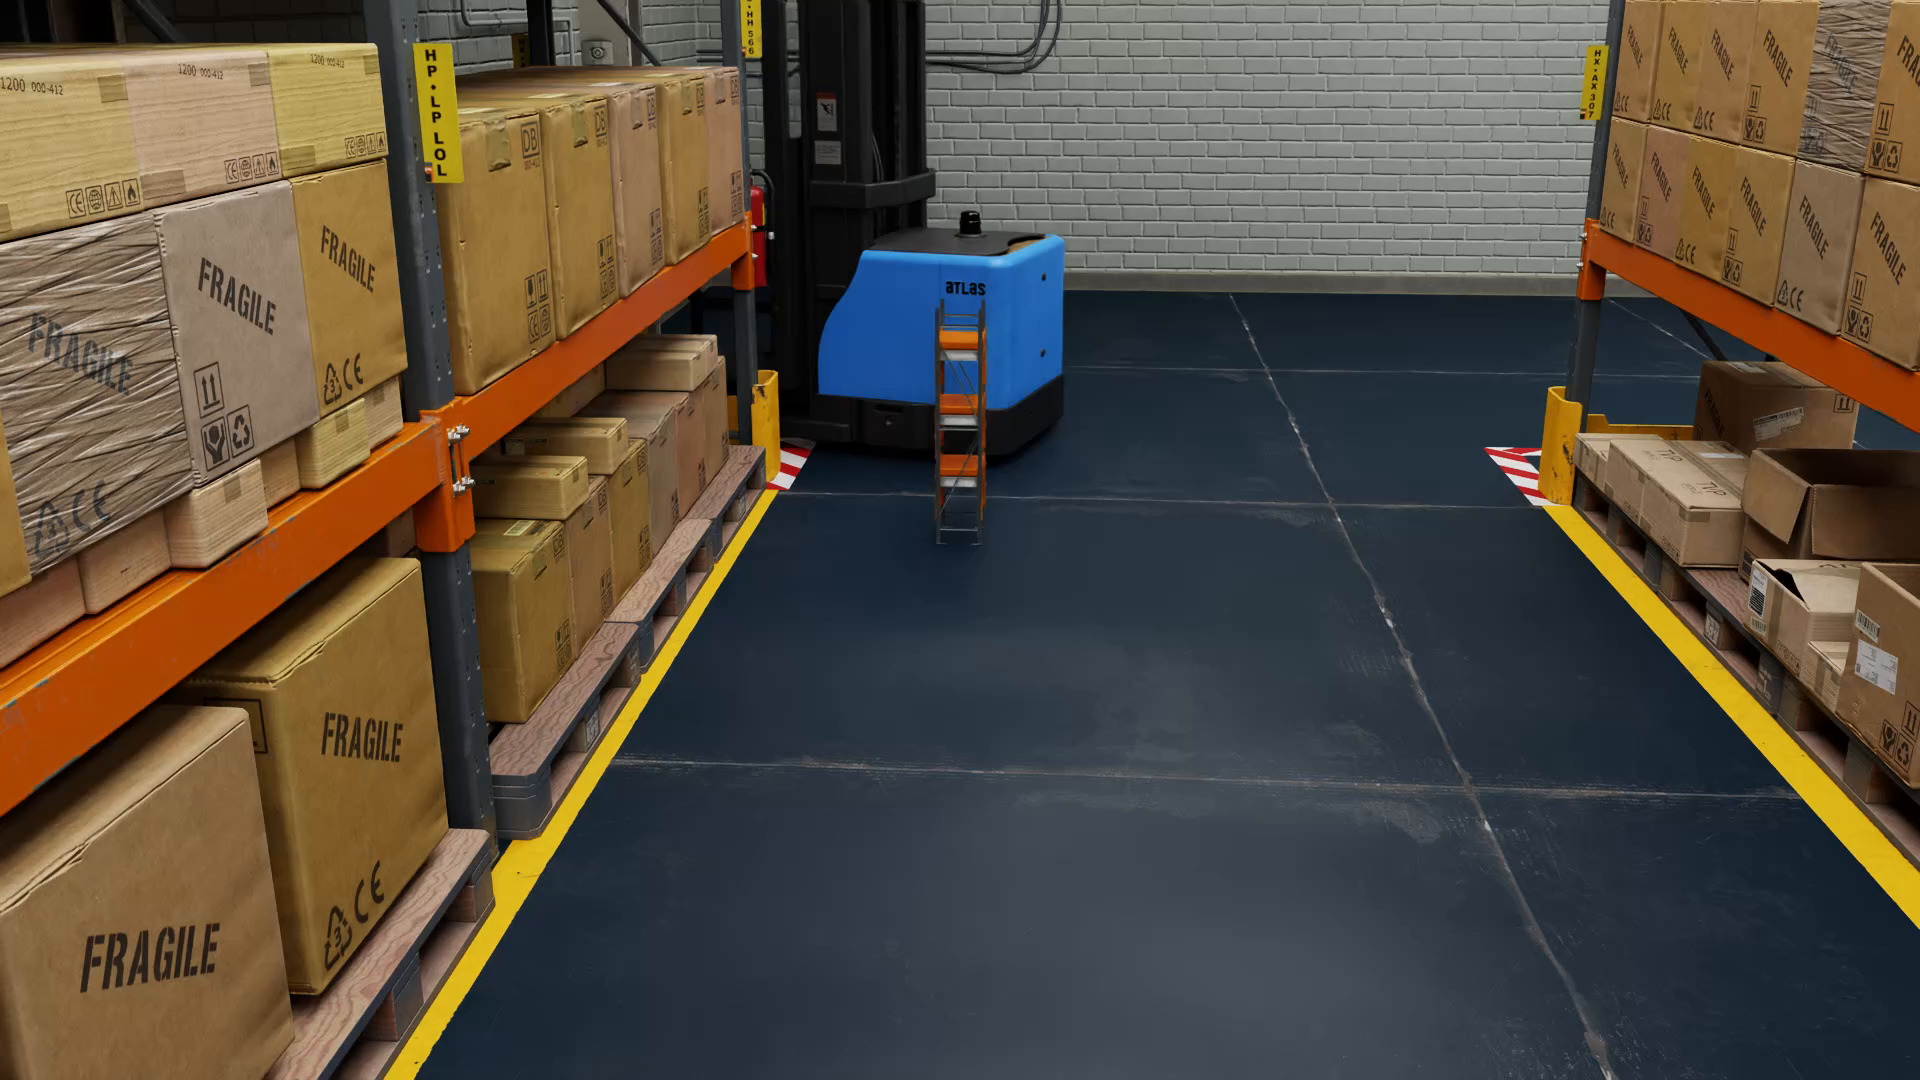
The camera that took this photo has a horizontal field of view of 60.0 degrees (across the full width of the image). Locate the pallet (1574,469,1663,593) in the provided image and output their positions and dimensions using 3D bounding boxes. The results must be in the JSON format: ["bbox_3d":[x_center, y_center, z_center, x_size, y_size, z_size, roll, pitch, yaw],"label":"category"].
[{"bbox_3d":[3.366,-0.059,7.264,1.003,0.211,1.213,1,18,4],"label":"pallet"}]

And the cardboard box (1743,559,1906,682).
[{"bbox_3d":[2.952,0.239,5.487,0.500,0.311,0.500,1,18,4],"label":"cardboard box"}]

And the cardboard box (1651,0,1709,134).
[{"bbox_3d":[3.103,-1.884,6.588,0.500,0.500,0.500,1,18,4],"label":"cardboard box"}]

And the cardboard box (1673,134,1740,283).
[{"bbox_3d":[3.062,-1.255,6.275,0.500,0.500,0.500,1,18,4],"label":"cardboard box"}]

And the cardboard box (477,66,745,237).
[{"bbox_3d":[-1.541,-1.749,7.461,0.980,0.700,0.700,2,18,6],"label":"cardboard box"}]

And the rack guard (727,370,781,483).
[{"bbox_3d":[-1.512,-0.584,8.404,1.175,0.500,0.348,1,18,4],"label":"rack guard"}]

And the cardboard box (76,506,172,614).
[{"bbox_3d":[-1.645,0.015,2.932,0.380,0.149,0.250,1,18,4],"label":"cardboard box"}]

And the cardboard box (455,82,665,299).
[{"bbox_3d":[-1.645,-1.286,6.049,0.980,0.700,0.700,0,18,1],"label":"cardboard box"}]

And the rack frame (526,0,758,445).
[{"bbox_3d":[-1.514,-1.765,7.992,1.000,3.000,0.127,1,18,4],"label":"rack frame"}]

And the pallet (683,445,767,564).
[{"bbox_3d":[-1.493,-0.190,7.663,1.003,0.211,1.213,1,18,4],"label":"pallet"}]

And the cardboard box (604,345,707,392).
[{"bbox_3d":[-1.309,-0.742,7.168,0.380,0.149,0.250,2,18,5],"label":"cardboard box"}]

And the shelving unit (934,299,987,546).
[{"bbox_3d":[0.004,-0.516,7.310,0.215,1.050,0.252,1,18,4],"label":"shelving unit"}]

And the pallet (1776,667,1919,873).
[{"bbox_3d":[3.191,0.699,4.952,1.003,0.211,1.213,1,18,4],"label":"pallet"}]

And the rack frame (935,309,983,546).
[{"bbox_3d":[-0.005,-0.478,7.195,0.200,1.050,0.008,1,18,4],"label":"rack frame"}]

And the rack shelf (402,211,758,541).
[{"bbox_3d":[-1.657,-0.802,6.208,1.077,0.370,4.000,1,18,4],"label":"rack shelf"}]

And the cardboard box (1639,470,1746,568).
[{"bbox_3d":[3.034,-0.085,6.574,0.500,0.250,0.500,1,18,4],"label":"cardboard box"}]

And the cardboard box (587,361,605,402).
[{"bbox_3d":[-1.709,-0.673,6.959,0.380,0.149,0.250,1,18,4],"label":"cardboard box"}]

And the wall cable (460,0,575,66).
[{"bbox_3d":[-2.366,-2.666,9.112,0.084,1.984,1.851,1,18,4],"label":"wall cable"}]

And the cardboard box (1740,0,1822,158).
[{"bbox_3d":[3.026,-1.571,5.633,0.500,0.500,0.500,1,18,3],"label":"cardboard box"}]

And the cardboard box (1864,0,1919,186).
[{"bbox_3d":[2.953,-1.258,4.678,0.500,0.500,0.500,1,18,3],"label":"cardboard box"}]

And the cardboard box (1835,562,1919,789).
[{"bbox_3d":[2.898,0.382,4.747,0.500,0.500,0.500,1,18,4],"label":"cardboard box"}]

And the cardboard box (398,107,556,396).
[{"bbox_3d":[-1.746,-0.833,4.667,0.980,0.700,0.700,2,18,5],"label":"cardboard box"}]

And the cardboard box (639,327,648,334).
[{"bbox_3d":[-1.655,-0.908,7.677,0.380,0.149,0.250,1,18,4],"label":"cardboard box"}]

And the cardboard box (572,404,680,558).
[{"bbox_3d":[-1.536,-0.245,6.694,0.700,0.500,0.500,1,18,2],"label":"cardboard box"}]

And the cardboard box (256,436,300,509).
[{"bbox_3d":[-1.601,-0.143,3.414,0.380,0.149,0.250,2,18,6],"label":"cardboard box"}]

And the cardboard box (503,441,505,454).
[{"bbox_3d":[-1.780,-0.356,5.990,0.380,0.149,0.250,1,18,4],"label":"cardboard box"}]

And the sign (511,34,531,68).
[{"bbox_3d":[-2.067,-2.228,7.888,0.100,0.325,0.005,1,18,4],"label":"sign"}]

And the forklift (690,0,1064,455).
[{"bbox_3d":[-0.988,-2.068,9.026,3.031,2.935,1.130,7,19,20],"label":"forklift"}]

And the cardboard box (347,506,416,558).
[{"bbox_3d":[-1.853,-0.032,5.001,0.380,0.149,0.250,1,18,4],"label":"cardboard box"}]

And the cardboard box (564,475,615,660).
[{"bbox_3d":[-1.606,0.080,5.702,0.700,0.500,0.500,1,18,3],"label":"cardboard box"}]

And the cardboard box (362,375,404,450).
[{"bbox_3d":[-1.543,-0.301,3.897,0.380,0.149,0.250,1,18,4],"label":"cardboard box"}]

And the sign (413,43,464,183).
[{"bbox_3d":[-1.259,-1.026,4.005,0.100,0.325,0.005,1,18,4],"label":"sign"}]

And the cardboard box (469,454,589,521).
[{"bbox_3d":[-1.438,-0.175,5.437,0.380,0.149,0.250,2,18,6],"label":"cardboard box"}]

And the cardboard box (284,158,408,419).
[{"bbox_3d":[-1.582,-0.572,3.681,0.500,0.500,0.500,1,18,3],"label":"cardboard box"}]

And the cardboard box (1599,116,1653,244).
[{"bbox_3d":[3.132,-1.571,7.240,0.500,0.500,0.500,2,18,5],"label":"cardboard box"}]

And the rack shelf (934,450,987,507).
[{"bbox_3d":[0.004,-0.241,7.400,0.215,0.259,0.240,1,18,4],"label":"rack shelf"}]

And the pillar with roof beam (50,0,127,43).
[{"bbox_3d":[1.681,-3.514,3.696,9.100,9.000,0.400,1,18,4],"label":"pillar with roof beam"}]

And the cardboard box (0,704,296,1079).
[{"bbox_3d":[-1.778,0.780,3.002,0.750,0.750,0.750,2,18,6],"label":"cardboard box"}]

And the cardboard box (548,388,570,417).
[{"bbox_3d":[-1.744,-0.515,6.475,0.380,0.149,0.250,1,18,4],"label":"cardboard box"}]

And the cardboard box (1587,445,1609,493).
[{"bbox_3d":[3.037,-0.318,7.420,0.380,0.166,0.250,1,18,4],"label":"cardboard box"}]

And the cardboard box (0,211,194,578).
[{"bbox_3d":[-1.654,-0.257,2.721,0.500,0.500,0.500,1,18,4],"label":"cardboard box"}]

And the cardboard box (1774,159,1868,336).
[{"bbox_3d":[2.991,-0.941,5.318,0.500,0.500,0.500,2,18,5],"label":"cardboard box"}]

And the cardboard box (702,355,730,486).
[{"bbox_3d":[-1.464,-0.557,7.645,0.700,0.500,0.500,1,18,4],"label":"cardboard box"}]

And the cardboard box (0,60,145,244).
[{"bbox_3d":[-1.662,-0.610,2.591,0.500,0.250,0.500,2,18,5],"label":"cardboard box"}]

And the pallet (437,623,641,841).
[{"bbox_3d":[-1.668,0.568,5.350,1.003,0.211,1.213,1,18,4],"label":"pallet"}]

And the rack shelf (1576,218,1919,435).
[{"bbox_3d":[3.284,-0.692,5.874,1.077,0.370,4.000,1,18,4],"label":"rack shelf"}]
